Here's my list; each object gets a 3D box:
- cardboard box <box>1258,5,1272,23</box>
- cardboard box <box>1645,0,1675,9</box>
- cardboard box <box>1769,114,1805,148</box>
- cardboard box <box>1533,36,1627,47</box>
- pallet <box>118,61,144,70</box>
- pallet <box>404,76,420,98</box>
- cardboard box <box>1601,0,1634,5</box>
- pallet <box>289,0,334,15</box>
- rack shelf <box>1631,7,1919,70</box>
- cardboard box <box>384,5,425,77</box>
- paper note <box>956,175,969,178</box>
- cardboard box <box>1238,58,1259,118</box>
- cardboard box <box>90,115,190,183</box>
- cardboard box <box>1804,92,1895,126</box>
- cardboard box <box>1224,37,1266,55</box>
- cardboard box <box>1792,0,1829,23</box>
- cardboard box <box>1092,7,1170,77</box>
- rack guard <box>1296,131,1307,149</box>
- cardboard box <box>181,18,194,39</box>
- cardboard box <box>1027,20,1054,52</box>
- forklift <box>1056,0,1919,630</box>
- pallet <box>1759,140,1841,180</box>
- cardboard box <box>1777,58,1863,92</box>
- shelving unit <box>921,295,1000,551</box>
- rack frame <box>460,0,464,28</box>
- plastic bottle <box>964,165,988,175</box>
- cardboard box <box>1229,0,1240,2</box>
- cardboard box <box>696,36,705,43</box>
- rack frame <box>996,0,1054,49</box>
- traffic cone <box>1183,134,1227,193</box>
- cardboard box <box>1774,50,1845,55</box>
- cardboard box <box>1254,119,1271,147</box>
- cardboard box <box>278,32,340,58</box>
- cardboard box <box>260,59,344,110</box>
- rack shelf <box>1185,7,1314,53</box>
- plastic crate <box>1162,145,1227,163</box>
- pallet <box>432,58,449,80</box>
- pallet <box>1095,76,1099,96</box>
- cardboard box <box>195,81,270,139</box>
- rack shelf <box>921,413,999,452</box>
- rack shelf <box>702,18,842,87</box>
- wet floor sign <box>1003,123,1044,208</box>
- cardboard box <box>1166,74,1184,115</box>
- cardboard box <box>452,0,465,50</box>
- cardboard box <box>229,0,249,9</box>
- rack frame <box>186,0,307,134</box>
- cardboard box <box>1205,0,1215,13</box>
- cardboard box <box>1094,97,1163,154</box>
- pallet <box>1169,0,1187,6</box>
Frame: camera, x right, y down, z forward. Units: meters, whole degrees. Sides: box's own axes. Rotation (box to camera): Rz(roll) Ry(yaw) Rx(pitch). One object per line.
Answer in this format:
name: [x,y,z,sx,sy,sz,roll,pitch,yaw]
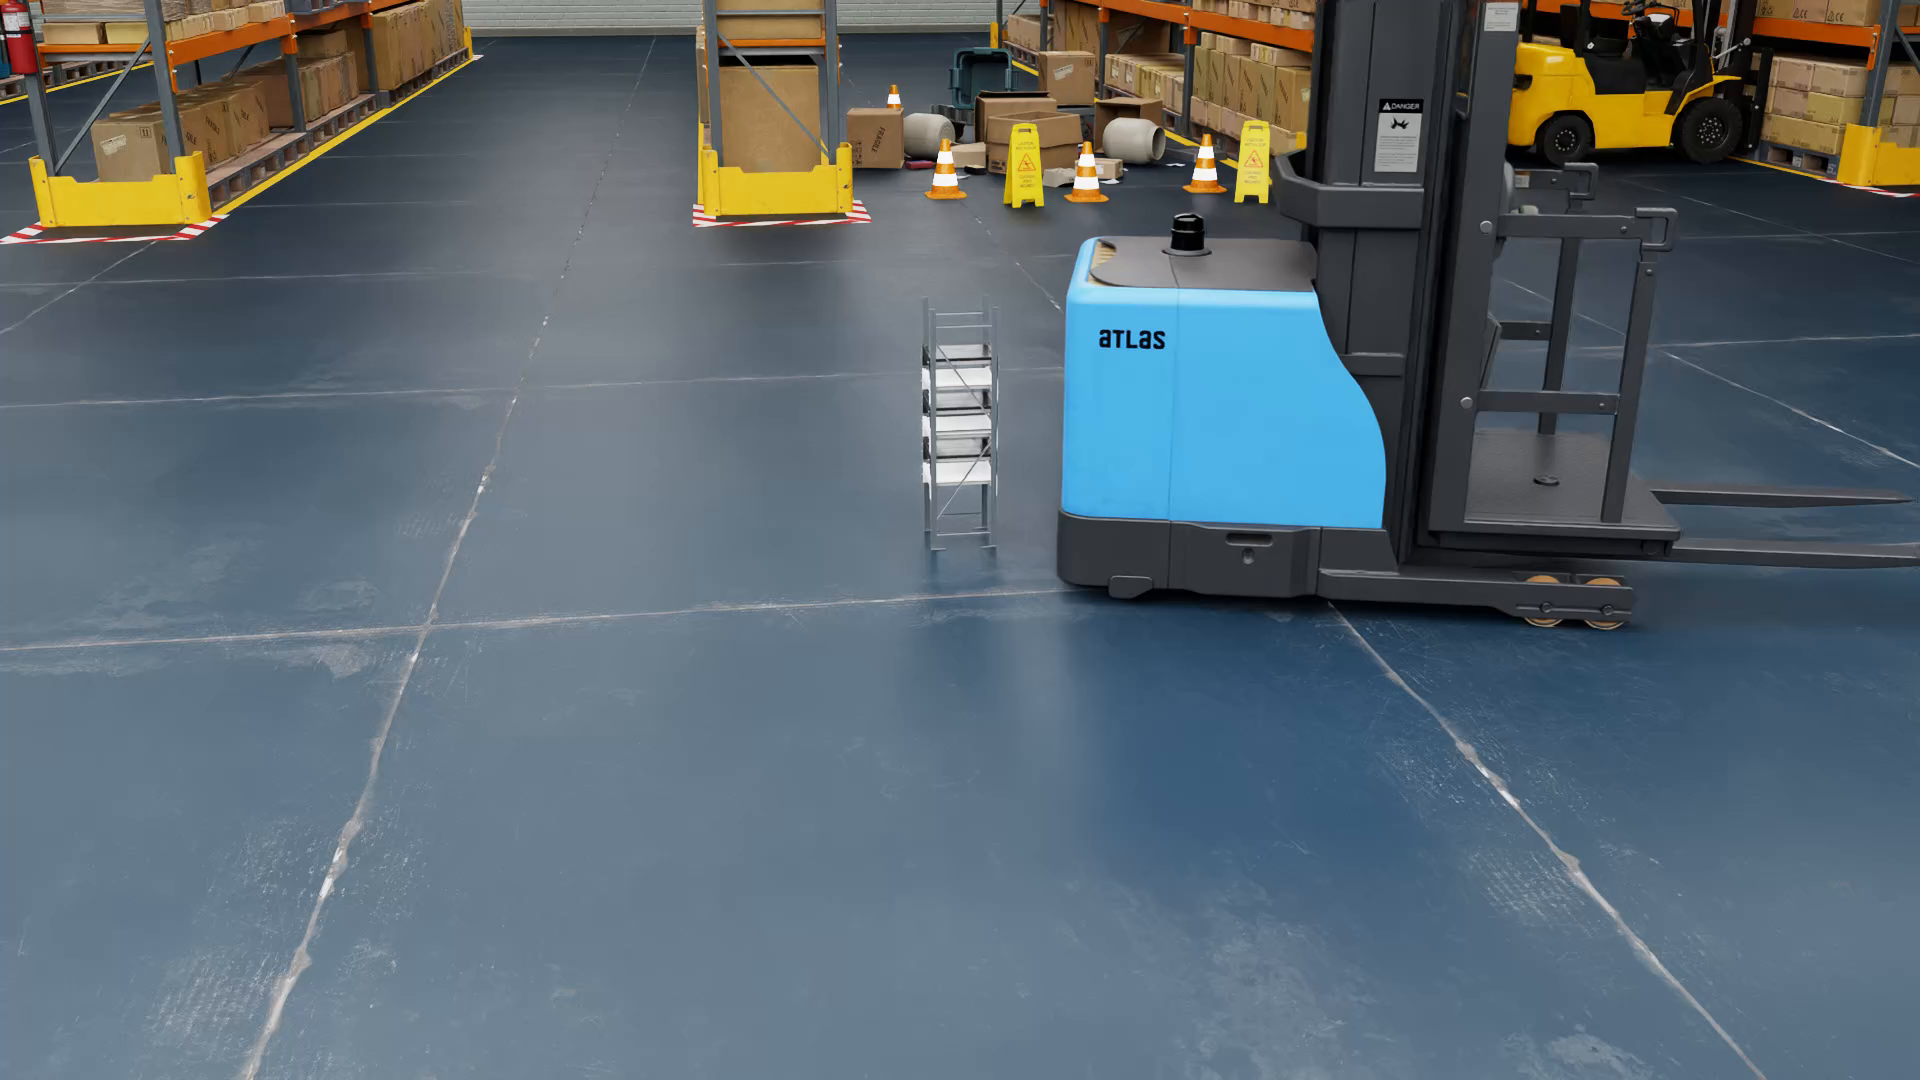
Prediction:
cardboard box: [2.916,-4.762,15.038,0.380,0.149,0.250,-3,21,-8]
cardboard box: [7.576,-5.838,17.418,0.500,0.500,0.500,-3,21,-9]
cardboard box: [7.904,-3.801,15.437,0.500,0.250,0.500,-3,21,-8]
cardboard box: [7.469,-5.752,20.123,0.875,0.625,0.625,-4,21,-10]
pallet: [-13.498,-7.518,26.043,1.003,0.211,1.213,-3,21,-8]
pallet: [-7.736,-5.984,21.935,1.003,0.211,1.213,-3,21,-8]
cardboard box: [7.438,-6.049,18.340,0.500,0.250,0.500,-2,21,-7]
pallet: [-6.914,-5.389,16.632,1.003,0.211,1.213,-3,21,-8]
rack shelf: [8.058,-4.929,16.154,1.077,0.370,4.000,-3,21,-8]
cardboard box: [-7.859,-6.648,22.165,1.225,0.875,0.875,-4,21,-10]
paper note: [0.012,-3.259,14.902,0.144,0.017,0.142,4,21,11]
cardboard box: [2.917,-4.201,15.436,0.500,0.500,0.500,-3,21,-9]
cardboard box: [-6.445,-3.065,13.107,0.500,0.500,0.500,1,20,2]
cardboard box: [7.967,-3.869,14.903,0.500,0.250,0.500,-3,21,-8]
cardboard box: [2.753,-4.735,15.938,0.380,0.149,0.250,-2,21,-5]
cardboard box: [7.950,-4.957,15.059,0.500,0.500,0.500,-2,21,-6]
cardboard box: [2.265,-6.536,21.866,0.875,0.875,0.875,-3,21,-8]
rack guard: [3.424,-3.177,14.008,1.175,0.500,0.348,-3,21,-8]
cardboard box: [-6.215,-3.990,12.970,0.380,0.149,0.250,-3,21,-8]
cardboard box: [1.592,-8.006,26.425,0.875,0.438,0.875,-4,21,-9]
forklift: [1.886,-1.277,5.445,3.031,2.935,1.130,2,21,6]
pallet: [8.195,-3.530,15.365,1.003,0.211,1.213,-3,21,-8]
cardboard box: [7.892,-4.271,15.264,0.500,0.250,0.500,-3,21,-7]
shelving unit: [-0.001,-0.424,6.066,0.258,0.900,0.210,-3,21,-8]
rack frame: [-8.678,-9.362,26.994,1.000,3.000,0.127,-3,21,-8]
plastic bottle: [0.129,-3.389,15.204,0.133,0.061,0.283,-11,23,-26]
cardboard box: [2.801,-5.379,15.764,0.500,0.500,0.500,-3,21,-8]
cardboard box: [-2.339,-5.109,18.224,1.050,0.750,0.750,-3,21,-8]
rack frame: [1.129,-9.861,28.332,1.000,3.000,0.127,-3,21,-8]
traffic cone: [2.097,-3.217,14.168,0.336,0.463,0.334,-3,21,-8]
cardboard box: [8.260,-4.651,16.281,0.500,0.250,0.500,-3,21,-9]
cardboard box: [2.986,-3.676,15.102,0.500,0.250,0.500,-3,21,-8]
cardboard box: [-7.312,-5.565,18.700,0.500,0.250,0.500,-1,20,-2]
cardboard box: [-7.227,-5.009,18.283,0.700,0.500,0.500,-1,21,-3]
rack shelf: [3.147,-4.677,15.480,1.077,0.370,4.000,-3,21,-8]
plastic crate: [2.274,-3.754,16.153,0.402,0.080,0.583,-11,23,-26]
pallet: [-8.133,-6.938,24.489,1.003,0.211,1.213,-3,21,-8]
pallet: [2.243,-6.062,22.145,1.003,0.211,1.213,-3,21,-8]
cardboard box: [-6.930,-4.092,15.857,0.500,0.500,0.500,-4,21,-9]
rack shelf: [-0.001,-0.393,6.078,0.258,0.077,0.200,-3,21,-8]
rack shelf: [-1.737,-4.392,14.718,1.077,0.370,4.000,-3,21,-8]
wet floor sign: [0.515,-3.024,13.390,0.267,0.644,0.232,-7,21,-17]
cardboard box: [2.781,-4.854,18.080,0.950,0.372,0.625,-3,21,-7]
cardboard box: [-8.506,-8.345,26.710,0.875,0.875,0.875,-3,21,-8]
cardboard box: [-6.735,-4.891,14.457,0.875,0.500,0.500,-3,21,-8]
rack frame: [-6.948,-5.207,15.870,1.000,3.000,0.127,-3,21,-8]
cardboard box: [2.674,-5.379,16.689,0.380,0.149,0.250,-2,21,-6]
cardboard box: [1.667,-4.097,16.468,0.500,0.500,0.500,12,24,29]
pallet: [2.892,-5.889,17.970,1.003,0.211,1.213,-3,21,-8]
